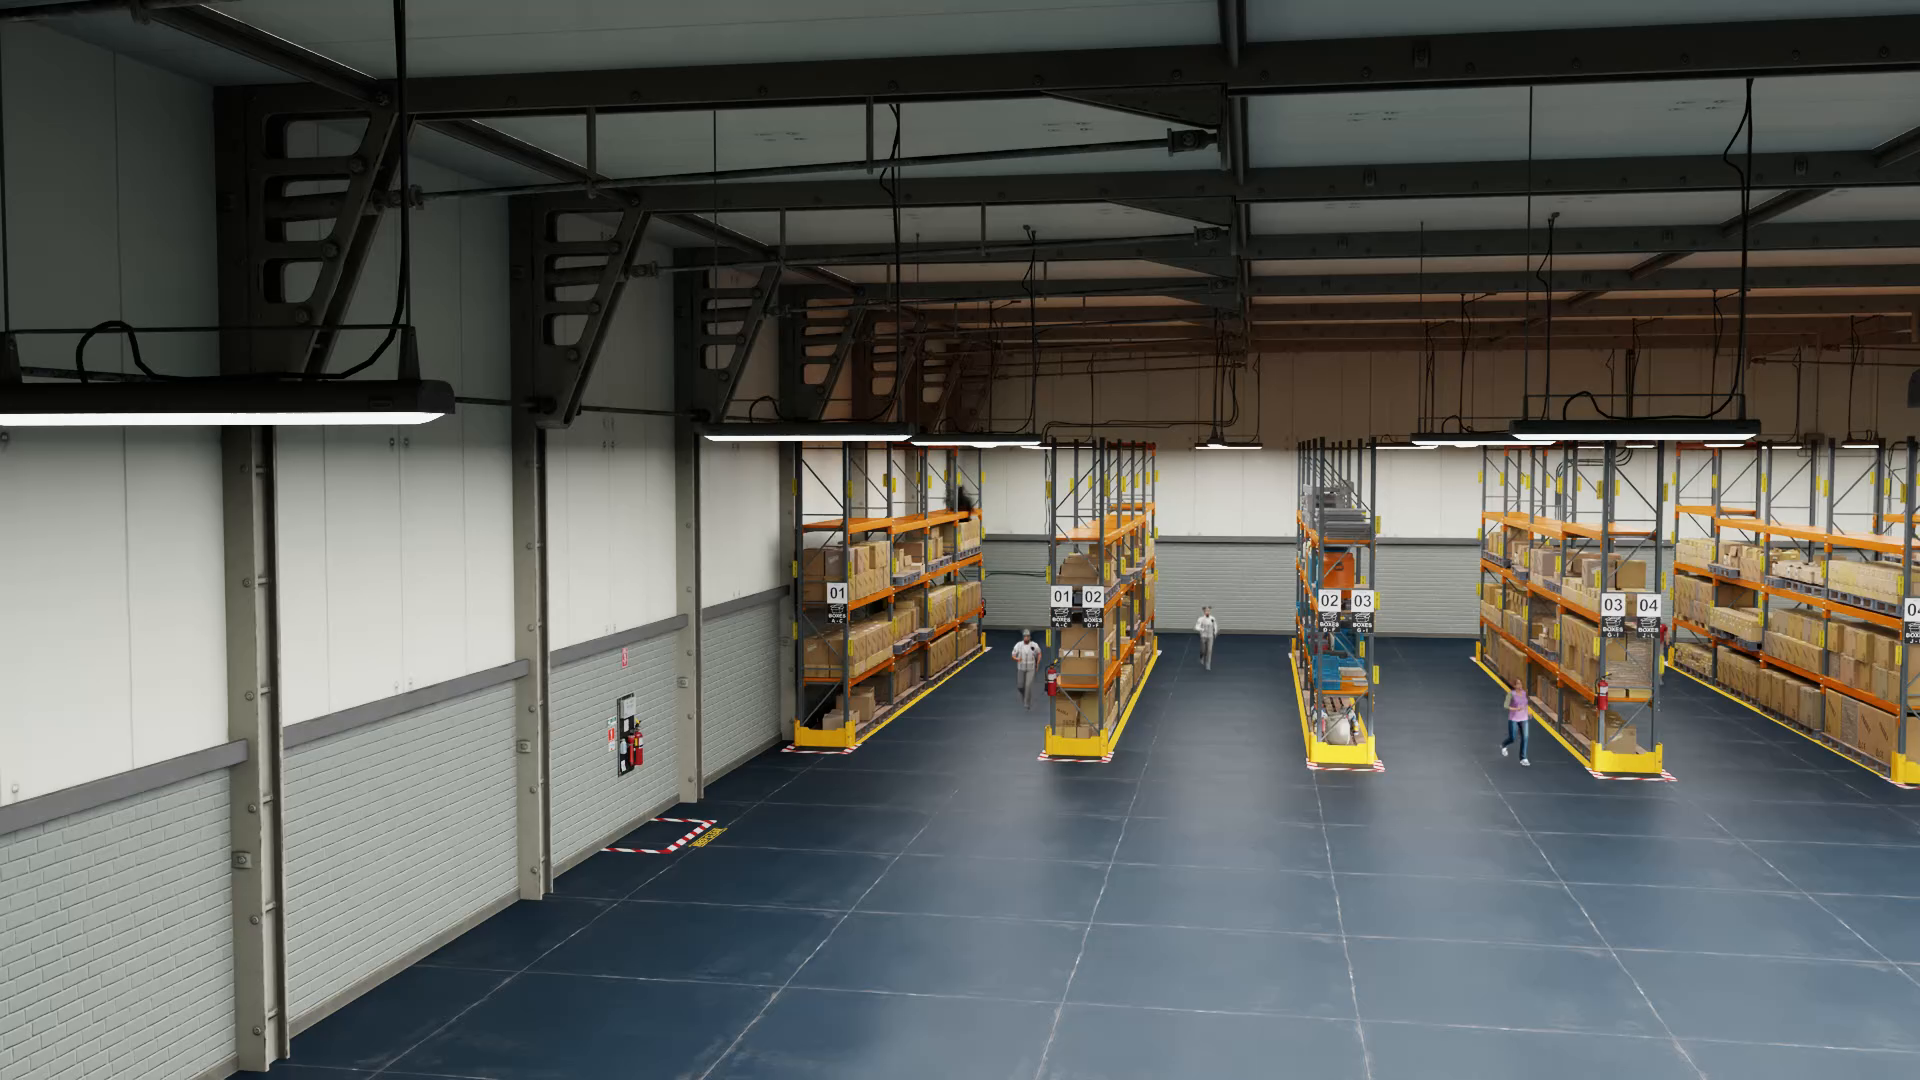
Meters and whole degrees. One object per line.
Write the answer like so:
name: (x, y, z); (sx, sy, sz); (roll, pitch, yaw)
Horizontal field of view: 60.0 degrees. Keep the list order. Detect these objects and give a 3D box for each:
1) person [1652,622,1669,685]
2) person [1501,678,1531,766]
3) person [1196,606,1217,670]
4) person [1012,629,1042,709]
person: (17.192, 2.709, 41.120); (0.683, 1.821, 0.783); (1, 3, 11)
person: (10.237, 3.312, 30.553); (0.552, 1.574, 0.819); (-1, 3, -10)
person: (6.496, 2.557, 43.802); (0.615, 1.670, 0.826); (0, 3, -3)
person: (1.492, 2.867, 37.276); (0.670, 1.755, 0.796); (0, 3, 5)
